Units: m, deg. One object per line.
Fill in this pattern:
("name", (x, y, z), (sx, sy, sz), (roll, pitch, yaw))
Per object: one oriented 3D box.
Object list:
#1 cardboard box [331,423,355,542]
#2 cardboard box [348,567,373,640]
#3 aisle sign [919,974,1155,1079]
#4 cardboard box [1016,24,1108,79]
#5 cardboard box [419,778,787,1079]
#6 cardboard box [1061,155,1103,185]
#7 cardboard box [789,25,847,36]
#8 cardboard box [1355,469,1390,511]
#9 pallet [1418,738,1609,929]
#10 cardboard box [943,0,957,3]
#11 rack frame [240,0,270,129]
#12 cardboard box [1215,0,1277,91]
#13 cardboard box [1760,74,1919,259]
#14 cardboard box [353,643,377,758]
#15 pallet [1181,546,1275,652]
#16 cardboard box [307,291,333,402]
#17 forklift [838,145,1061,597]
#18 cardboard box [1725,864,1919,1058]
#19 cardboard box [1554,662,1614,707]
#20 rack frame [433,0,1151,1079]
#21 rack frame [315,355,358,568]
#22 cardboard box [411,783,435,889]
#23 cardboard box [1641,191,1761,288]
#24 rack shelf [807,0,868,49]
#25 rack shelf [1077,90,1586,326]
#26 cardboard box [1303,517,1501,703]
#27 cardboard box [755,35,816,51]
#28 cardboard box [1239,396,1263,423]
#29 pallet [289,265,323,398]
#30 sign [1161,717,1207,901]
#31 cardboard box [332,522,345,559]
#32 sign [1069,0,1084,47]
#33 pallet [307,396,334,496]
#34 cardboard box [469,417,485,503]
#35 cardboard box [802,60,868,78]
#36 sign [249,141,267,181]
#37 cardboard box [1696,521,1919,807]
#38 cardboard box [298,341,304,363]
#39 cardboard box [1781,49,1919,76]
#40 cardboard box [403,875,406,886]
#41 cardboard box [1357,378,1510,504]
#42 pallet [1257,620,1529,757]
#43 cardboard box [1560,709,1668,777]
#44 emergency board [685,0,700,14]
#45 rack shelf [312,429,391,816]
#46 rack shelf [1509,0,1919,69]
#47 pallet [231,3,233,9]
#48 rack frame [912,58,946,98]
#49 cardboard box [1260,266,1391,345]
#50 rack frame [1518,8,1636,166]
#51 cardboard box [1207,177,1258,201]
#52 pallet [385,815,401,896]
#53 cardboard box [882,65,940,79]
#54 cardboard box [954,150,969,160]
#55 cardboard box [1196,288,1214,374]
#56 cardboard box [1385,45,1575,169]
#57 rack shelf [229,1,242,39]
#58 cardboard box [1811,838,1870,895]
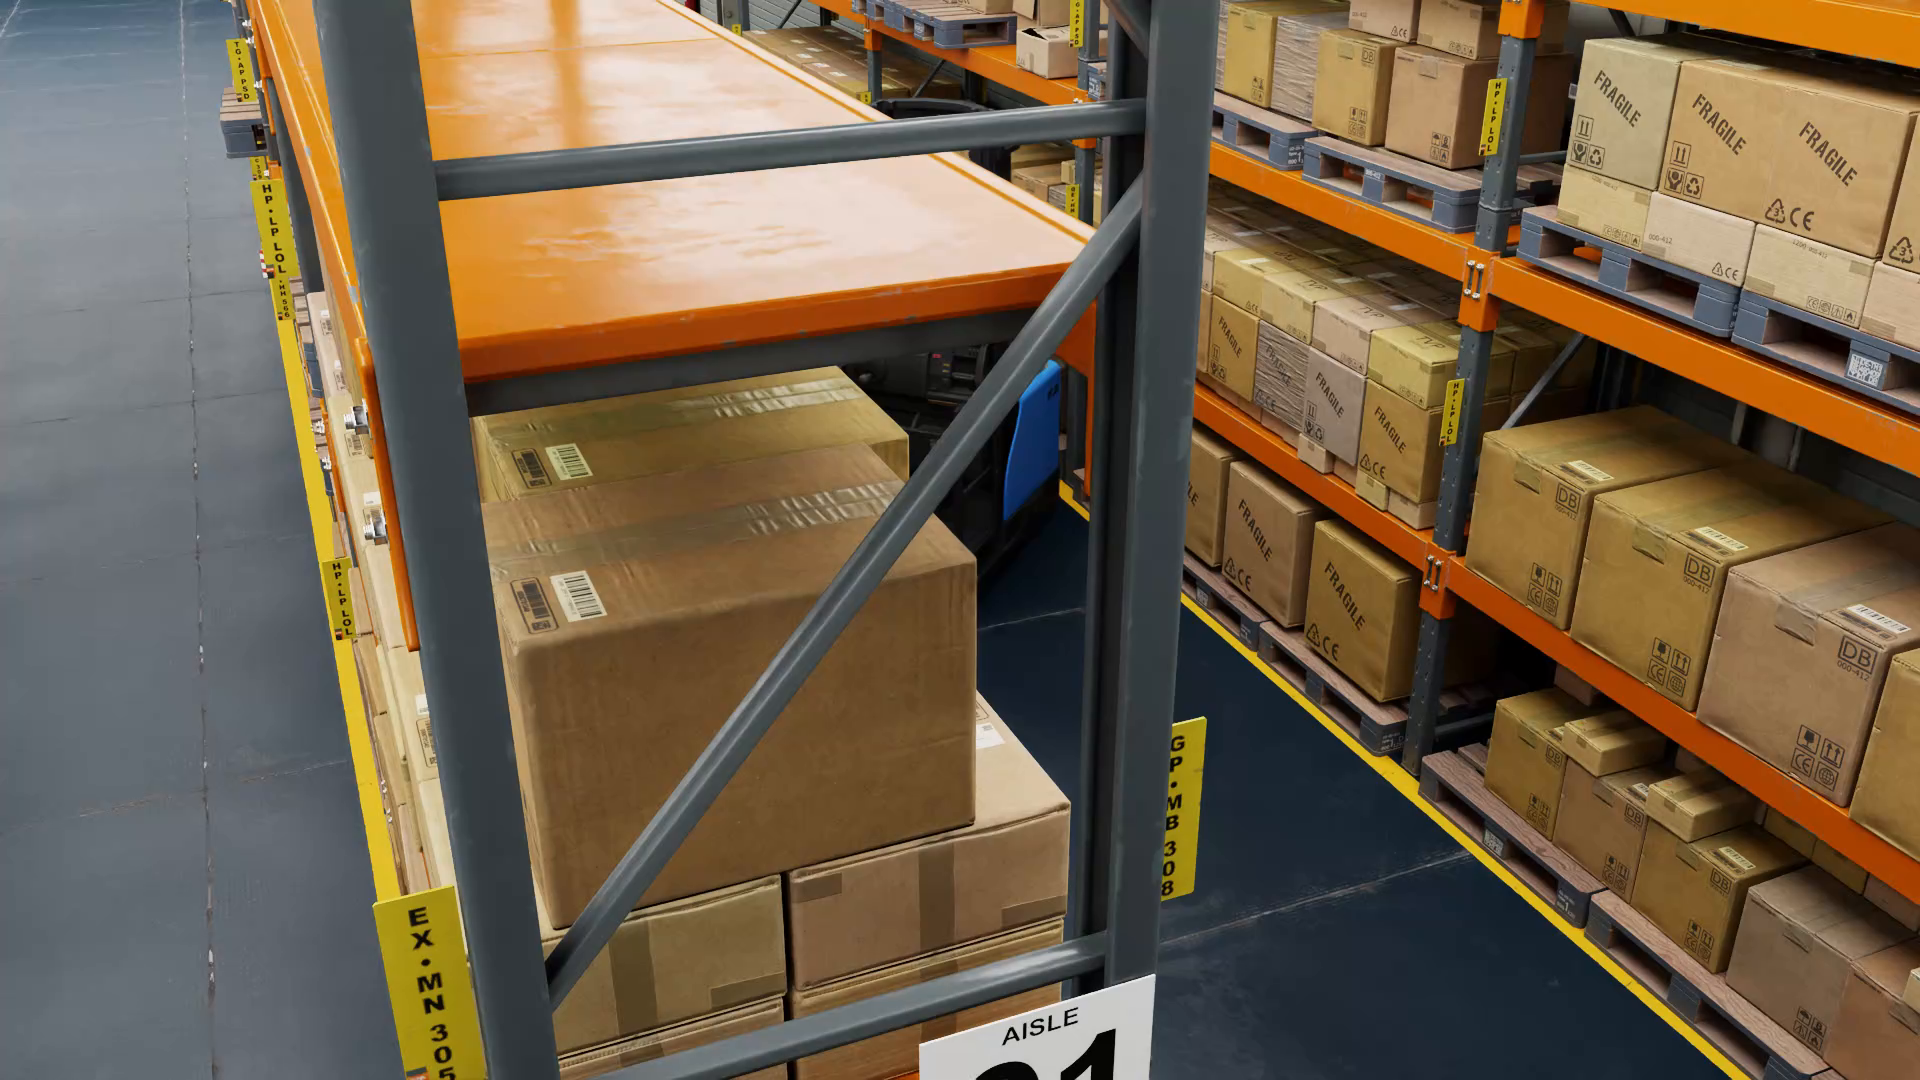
("cardboard box", (-1.587, -0.199, 4.991), (0.500, 0.250, 0.500), (-11, 28, -21))
("cardboard box", (-1.816, 0.384, 5.790), (0.500, 0.500, 0.500), (-10, 28, -19))
("aisle sign", (0.122, 1.064, 2.689), (0.394, 0.787, 0.004), (-11, 28, -21))
("cardboard box", (0.718, -3.389, 11.431), (0.500, 0.311, 0.500), (-11, 28, -21))
("cardboard box", (-0.611, 0.586, 2.813), (0.500, 0.250, 0.500), (-11, 28, -21))
("cardboard box", (0.946, -2.623, 11.849), (0.380, 0.149, 0.250), (-16, 30, -29))
("cardboard box", (-1.504, -5.182, 17.738), (0.500, 0.500, 0.500), (-11, 28, -21))
("cardboard box", (2.302, -0.294, 8.698), (0.380, 0.149, 0.250), (-10, 28, -20))
("pallet", (3.041, 1.361, 8.222), (1.003, 0.211, 1.213), (-11, 28, -21))
("cardboard box", (0.064, -4.456, 13.161), (0.500, 0.311, 0.500), (-10, 28, -19))
("rack frame", (-3.308, -3.671, 8.511), (1.000, 3.000, 0.127), (-11, 28, -21))
("cardboard box", (1.747, -3.027, 9.997), (0.700, 0.500, 0.500), (-12, 29, -23))
("cardboard box", (3.242, -1.323, 5.845), (0.500, 0.500, 0.500), (-10, 28, -20))
("cardboard box", (-2.782, 0.807, 8.525), (0.500, 0.500, 0.500), (-12, 28, -22))
("pallet", (1.962, 0.249, 10.500), (1.003, 0.211, 1.213), (-11, 28, -21))
("cardboard box", (-1.780, -0.626, 5.296), (0.500, 0.250, 0.500), (-11, 28, -21))
("forklift", (-0.354, -1.039, 10.111), (1.129, 2.867, 3.031), (11, 28, 21))
("cardboard box", (3.622, 1.666, 6.788), (0.700, 0.500, 0.500), (-12, 28, -22))
("cardboard box", (3.140, 0.657, 8.116), (0.380, 0.149, 0.250), (-11, 28, -21))
("rack frame", (-0.172, -0.442, 1.898), (0.949, 2.616, 0.053), (-11, 28, -21))
("rack frame", (-1.742, 0.640, 6.520), (1.000, 3.000, 0.127), (-11, 28, -21))
("cardboard box", (-0.805, 0.609, 3.337), (0.500, 0.250, 0.500), (-11, 28, -21))
("cardboard box", (3.029, -1.194, 6.437), (0.500, 0.250, 0.500), (-11, 28, -22))
("rack shelf", (-1.101, -5.274, 16.035), (1.077, 0.370, 4.000), (-11, 28, -21))
("rack shelf", (2.032, -2.045, 9.420), (1.077, 0.370, 4.000), (-11, 28, -21))
("cardboard box", (2.441, 0.325, 9.138), (0.750, 0.750, 0.750), (-10, 28, -20))
("cardboard box", (-1.790, -4.890, 17.140), (0.500, 0.500, 0.500), (-10, 28, -20))
("cardboard box", (1.871, -0.826, 9.787), (0.380, 0.149, 0.250), (-10, 28, -19))
("pallet", (-1.932, -0.899, 6.467), (1.213, 0.211, 1.003), (-11, 28, -21))
("sign", (0.324, 0.421, 2.554), (0.100, 0.325, 0.005), (-11, 28, -21))
("cardboard box", (-3.393, 0.184, 9.803), (0.500, 0.500, 0.500), (-9, 28, -18))
("sign", (0.748, -3.315, 10.613), (0.100, 0.325, 0.005), (-11, 28, -21))
("pallet", (-2.978, -0.627, 9.334), (1.213, 0.211, 1.003), (-11, 28, -21))
("cardboard box", (-0.804, -0.192, 3.551), (0.700, 0.500, 0.500), (-11, 28, -21))
("cardboard box", (-1.176, -4.264, 15.858), (0.500, 0.500, 0.500), (-11, 28, -22))
("sign", (-5.385, -2.918, 12.731), (0.100, 0.325, 0.005), (-11, 28, -21))
("cardboard box", (3.587, 0.462, 6.543), (0.980, 0.700, 0.700), (-12, 28, -23))
("cardboard box", (-4.751, -1.382, 12.678), (0.500, 0.311, 0.500), (-11, 28, -21))
("cardboard box", (3.506, -1.613, 6.441), (0.500, 0.500, 0.500), (-12, 28, -22))
("cardboard box", (-1.793, 0.848, 5.981), (0.500, 0.500, 0.500), (-10, 28, -19))
("cardboard box", (2.402, -0.543, 8.468), (0.500, 0.500, 0.500), (-11, 28, -21))
("pallet", (2.443, 0.742, 9.490), (1.003, 0.211, 1.213), (-11, 28, -21))
("cardboard box", (2.980, 0.920, 7.579), (0.380, 0.149, 0.250), (-10, 28, -19))
("emergency board", (-4.097, -8.349, 24.932), (0.194, 1.169, 0.643), (-11, 28, -21))
("rack shelf", (-2.525, 0.156, 8.332), (1.077, 0.370, 4.000), (-11, 28, -21))
("rack shelf", (3.598, -1.598, 5.542), (1.077, 0.370, 4.000), (-11, 28, -21))
("pallet", (-5.706, -4.729, 14.200), (1.003, 0.211, 1.213), (-11, 28, -21))
("rack frame", (-0.321, -3.442, 14.880), (0.949, 2.616, 0.053), (-11, 28, -21))
("cardboard box", (2.006, -1.296, 9.155), (0.500, 0.250, 0.500), (-10, 28, -20))
("rack frame", (2.812, -2.908, 6.949), (0.949, 2.616, 0.053), (-11, 28, -21))
("cardboard box", (1.665, -2.213, 11.034), (0.500, 0.250, 0.500), (-10, 28, -19))
("pallet", (-2.095, 1.571, 7.791), (1.003, 0.211, 1.213), (-11, 28, -21))
("cardboard box", (-0.509, -4.156, 15.636), (0.500, 0.500, 0.500), (-11, 28, -21))
("cardboard box", (0.349, -2.986, 13.332), (0.700, 0.500, 0.500), (-7, 27, -14))
("cardboard box", (1.593, -1.361, 10.144), (0.500, 0.500, 0.500), (-11, 28, -21))
("cardboard box", (2.571, -2.177, 8.256), (0.700, 0.500, 0.500), (-12, 29, -23))
("rack shelf", (-5.658, -4.422, 14.288), (1.077, 0.370, 4.000), (-11, 28, -21))
("cardboard box", (3.750, 1.284, 6.831), (0.380, 0.149, 0.250), (-10, 28, -20))
